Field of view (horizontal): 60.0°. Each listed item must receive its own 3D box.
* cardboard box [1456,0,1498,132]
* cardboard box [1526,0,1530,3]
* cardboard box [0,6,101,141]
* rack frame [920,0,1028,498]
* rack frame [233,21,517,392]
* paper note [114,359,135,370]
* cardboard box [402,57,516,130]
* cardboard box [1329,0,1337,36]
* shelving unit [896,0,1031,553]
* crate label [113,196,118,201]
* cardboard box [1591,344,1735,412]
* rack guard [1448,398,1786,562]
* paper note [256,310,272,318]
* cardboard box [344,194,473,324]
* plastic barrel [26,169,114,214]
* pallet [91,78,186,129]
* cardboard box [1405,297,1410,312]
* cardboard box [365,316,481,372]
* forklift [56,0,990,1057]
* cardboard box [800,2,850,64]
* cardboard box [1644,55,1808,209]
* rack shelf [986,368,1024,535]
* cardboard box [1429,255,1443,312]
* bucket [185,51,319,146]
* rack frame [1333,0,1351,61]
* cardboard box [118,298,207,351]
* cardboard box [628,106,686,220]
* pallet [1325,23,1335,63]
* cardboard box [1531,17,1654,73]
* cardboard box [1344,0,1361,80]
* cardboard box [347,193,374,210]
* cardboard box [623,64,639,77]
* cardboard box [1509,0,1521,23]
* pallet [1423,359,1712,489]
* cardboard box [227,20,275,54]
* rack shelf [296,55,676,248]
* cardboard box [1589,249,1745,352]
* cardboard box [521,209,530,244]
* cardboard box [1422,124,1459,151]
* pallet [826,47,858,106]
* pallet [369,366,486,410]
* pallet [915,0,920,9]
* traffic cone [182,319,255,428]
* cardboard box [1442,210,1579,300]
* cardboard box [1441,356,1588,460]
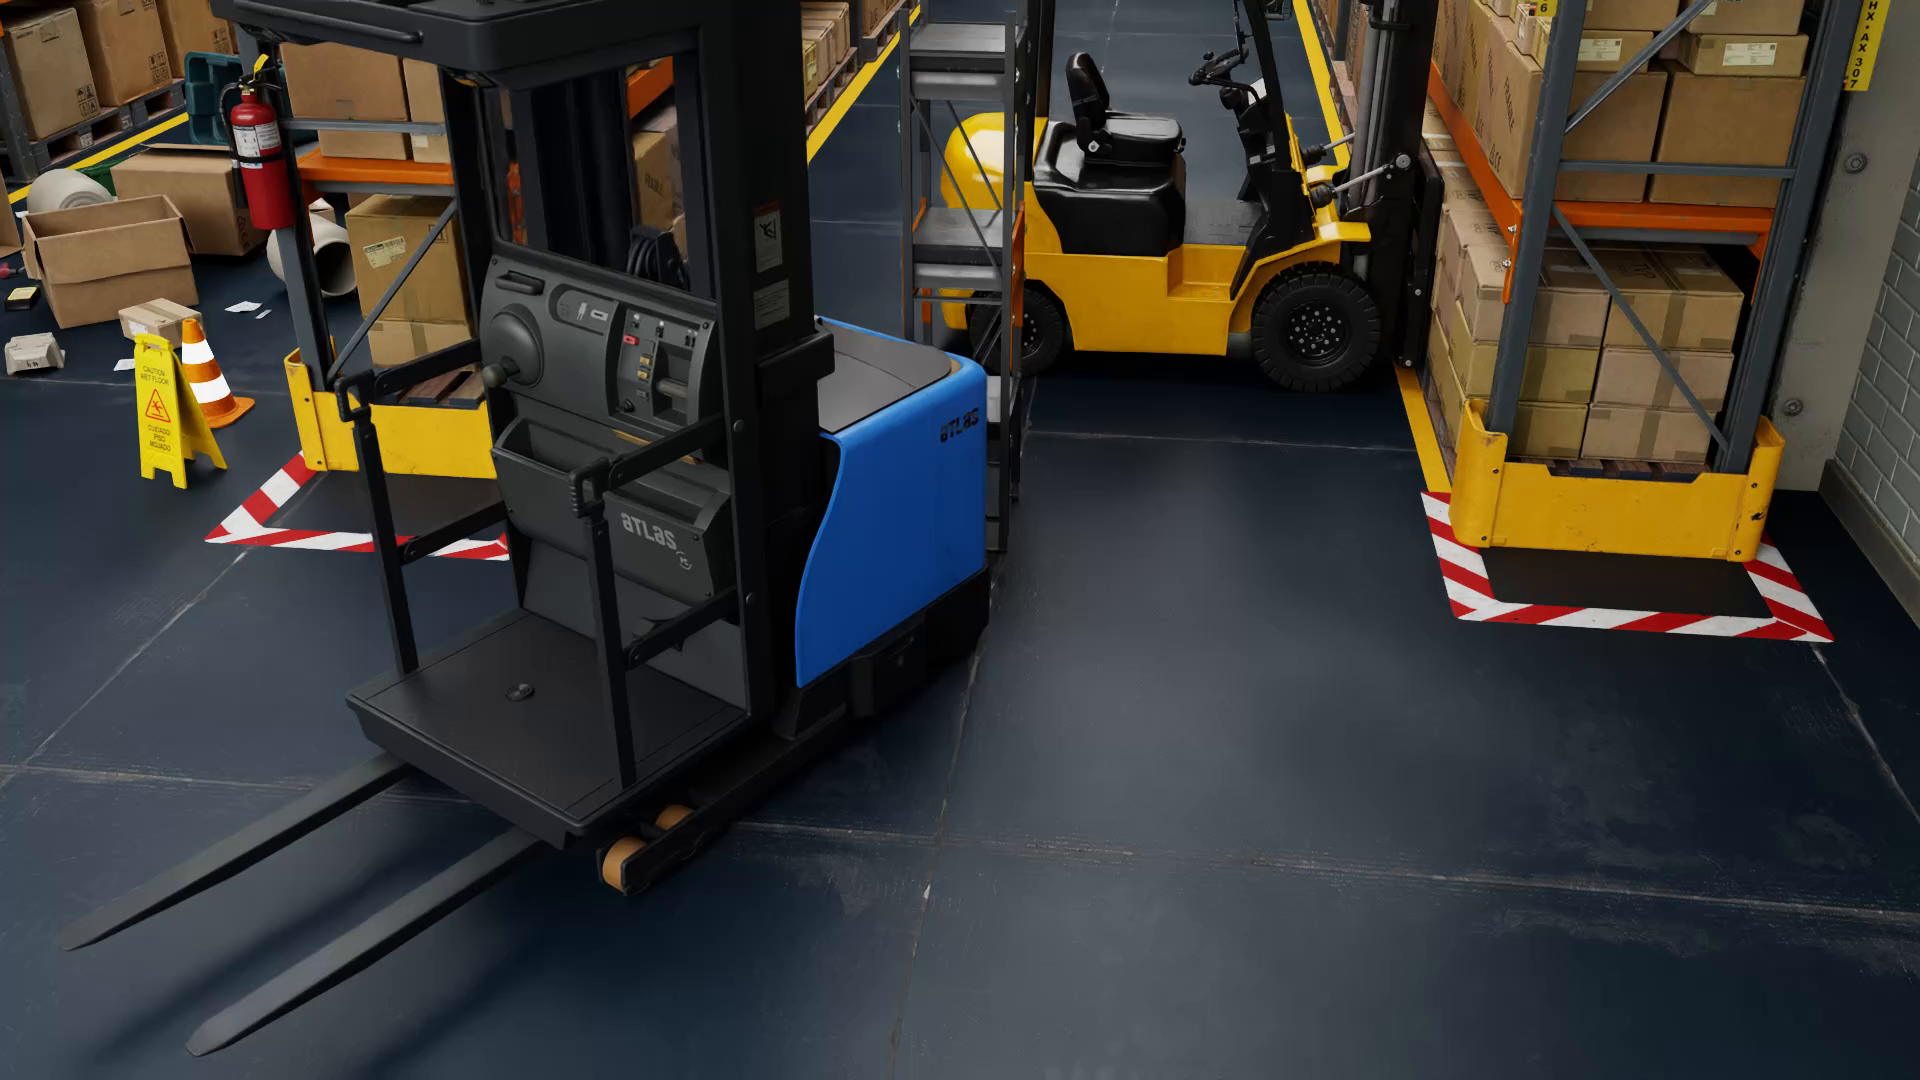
[{"bbox_3d":[2.547,-2.132,7.439,0.500,0.500,0.500,3,28,5],"label":"cardboard box"},{"bbox_3d":[2.451,-2.240,6.643,0.380,0.149,0.250,4,29,7],"label":"cardboard box"},{"bbox_3d":[-6.763,-3.258,11.564,1.050,0.750,0.750,3,28,6],"label":"cardboard box"},{"bbox_3d":[0.050,-1.117,6.610,0.400,2.100,0.015,3,28,6],"label":"rack frame"},{"bbox_3d":[-2.315,-1.643,6.637,1.000,3.000,0.127,3,28,6],"label":"rack frame"},{"bbox_3d":[-4.175,-0.896,8.382,0.148,0.019,0.142,-6,29,-11],"label":"paper note"},{"bbox_3d":[-1.982,-2.025,6.927,0.500,0.500,0.500,3,28,5],"label":"cardboard box"},{"bbox_3d":[3.502,-4.653,14.417,0.500,0.500,0.500,3,28,5],"label":"cardboard box"},{"bbox_3d":[0.020,-1.002,6.397,0.431,2.100,0.503,3,28,6],"label":"shelving unit"},{"bbox_3d":[-5.242,-2.098,10.499,0.298,0.136,0.250,-17,33,-29],"label":"crate label"},{"bbox_3d":[2.875,-0.760,6.927,0.500,0.250,0.500,4,29,7],"label":"cardboard box"},{"bbox_3d":[2.609,-0.244,6.677,1.175,0.500,0.348,3,28,6],"label":"rack guard"},{"bbox_3d":[-3.774,-1.225,9.013,0.032,0.001,0.123,3,28,6],"label":"paper note"},{"bbox_3d":[-2.476,-1.340,7.740,0.500,0.500,0.500,4,29,7],"label":"cardboard box"},{"bbox_3d":[-5.367,-2.009,10.032,0.421,0.421,0.512,-24,36,-37],"label":"plastic barrel"},{"bbox_3d":[-6.583,-3.482,12.990,1.003,0.211,1.213,3,28,6],"label":"pallet"},{"bbox_3d":[2.538,-1.284,8.428,0.500,0.250,0.500,4,29,8],"label":"cardboard box"},{"bbox_3d":[-2.480,-1.025,7.946,0.500,0.250,0.500,3,28,6],"label":"cardboard box"},{"bbox_3d":[-1.182,-0.525,4.634,1.130,2.935,3.031,20,34,32],"label":"forklift"},{"bbox_3d":[-1.414,-4.171,13.658,0.950,0.372,0.625,1,28,3],"label":"cardboard box"},{"bbox_3d":[2.948,-1.617,6.484,0.500,0.500,0.500,4,29,8],"label":"cardboard box"},{"bbox_3d":[0.020,-0.374,6.735,0.431,0.518,0.480,3,28,6],"label":"rack shelf"},{"bbox_3d":[2.476,-1.278,7.888,0.500,0.250,0.500,3,28,5],"label":"cardboard box"},{"bbox_3d":[-4.479,-2.796,10.626,0.726,0.611,0.620,14,21,24],"label":"bucket"},{"bbox_3d":[3.592,-5.122,13.095,1.000,3.000,0.127,3,28,6],"label":"rack frame"},{"bbox_3d":[-4.159,-1.122,8.676,0.380,0.149,0.250,20,34,32],"label":"cardboard box"},{"bbox_3d":[-1.753,-2.056,9.070,0.500,0.500,0.500,5,29,9],"label":"cardboard box"},{"bbox_3d":[3.721,-4.244,14.404,1.003,0.211,1.213,3,28,6],"label":"pallet"},{"bbox_3d":[2.376,-1.865,6.260,0.380,0.149,0.250,4,29,7],"label":"cardboard box"},{"bbox_3d":[3.502,-3.969,13.015,0.875,0.625,0.625,4,29,8],"label":"cardboard box"},{"bbox_3d":[-3.307,-2.001,9.935,0.500,0.500,0.500,-24,36,-37],"label":"cardboard box"},{"bbox_3d":[-1.829,-2.411,8.327,0.380,0.149,0.250,3,28,5],"label":"cardboard box"},{"bbox_3d":[2.512,-2.222,6.922,0.380,0.149,0.250,3,28,6],"label":"cardboard box"},{"bbox_3d":[2.664,-0.491,7.439,1.003,0.211,1.213,3,28,6],"label":"pallet"},{"bbox_3d":[-6.424,-4.562,13.984,1.050,0.750,0.750,3,28,6],"label":"cardboard box"},{"bbox_3d":[-2.070,-2.268,8.555,1.077,0.370,4.000,3,28,6],"label":"rack shelf"},{"bbox_3d":[2.858,-0.986,6.820,0.500,0.250,0.500,3,28,5],"label":"cardboard box"},{"bbox_3d":[-1.939,-1.322,7.707,0.500,0.500,0.500,2,28,4],"label":"cardboard box"},{"bbox_3d":[2.609,-1.969,8.645,0.500,0.250,0.500,4,29,8],"label":"cardboard box"},{"bbox_3d":[-1.432,-3.813,13.606,1.003,0.211,1.213,3,28,6],"label":"pallet"},{"bbox_3d":[-2.171,-0.831,8.071,1.003,0.211,1.213,3,28,6],"label":"pallet"},{"bbox_3d":[-0.864,-5.696,17.101,1.003,0.211,1.213,3,28,6],"label":"pallet"},{"bbox_3d":[-3.543,-0.803,7.753,0.336,0.463,0.334,3,28,6],"label":"traffic cone"},{"bbox_3d":[2.415,-1.246,7.303,0.500,0.250,0.500,4,29,7],"label":"cardboard box"},{"bbox_3d":[2.356,-0.570,7.102,0.500,0.250,0.500,4,29,7],"label":"cardboard box"}]
